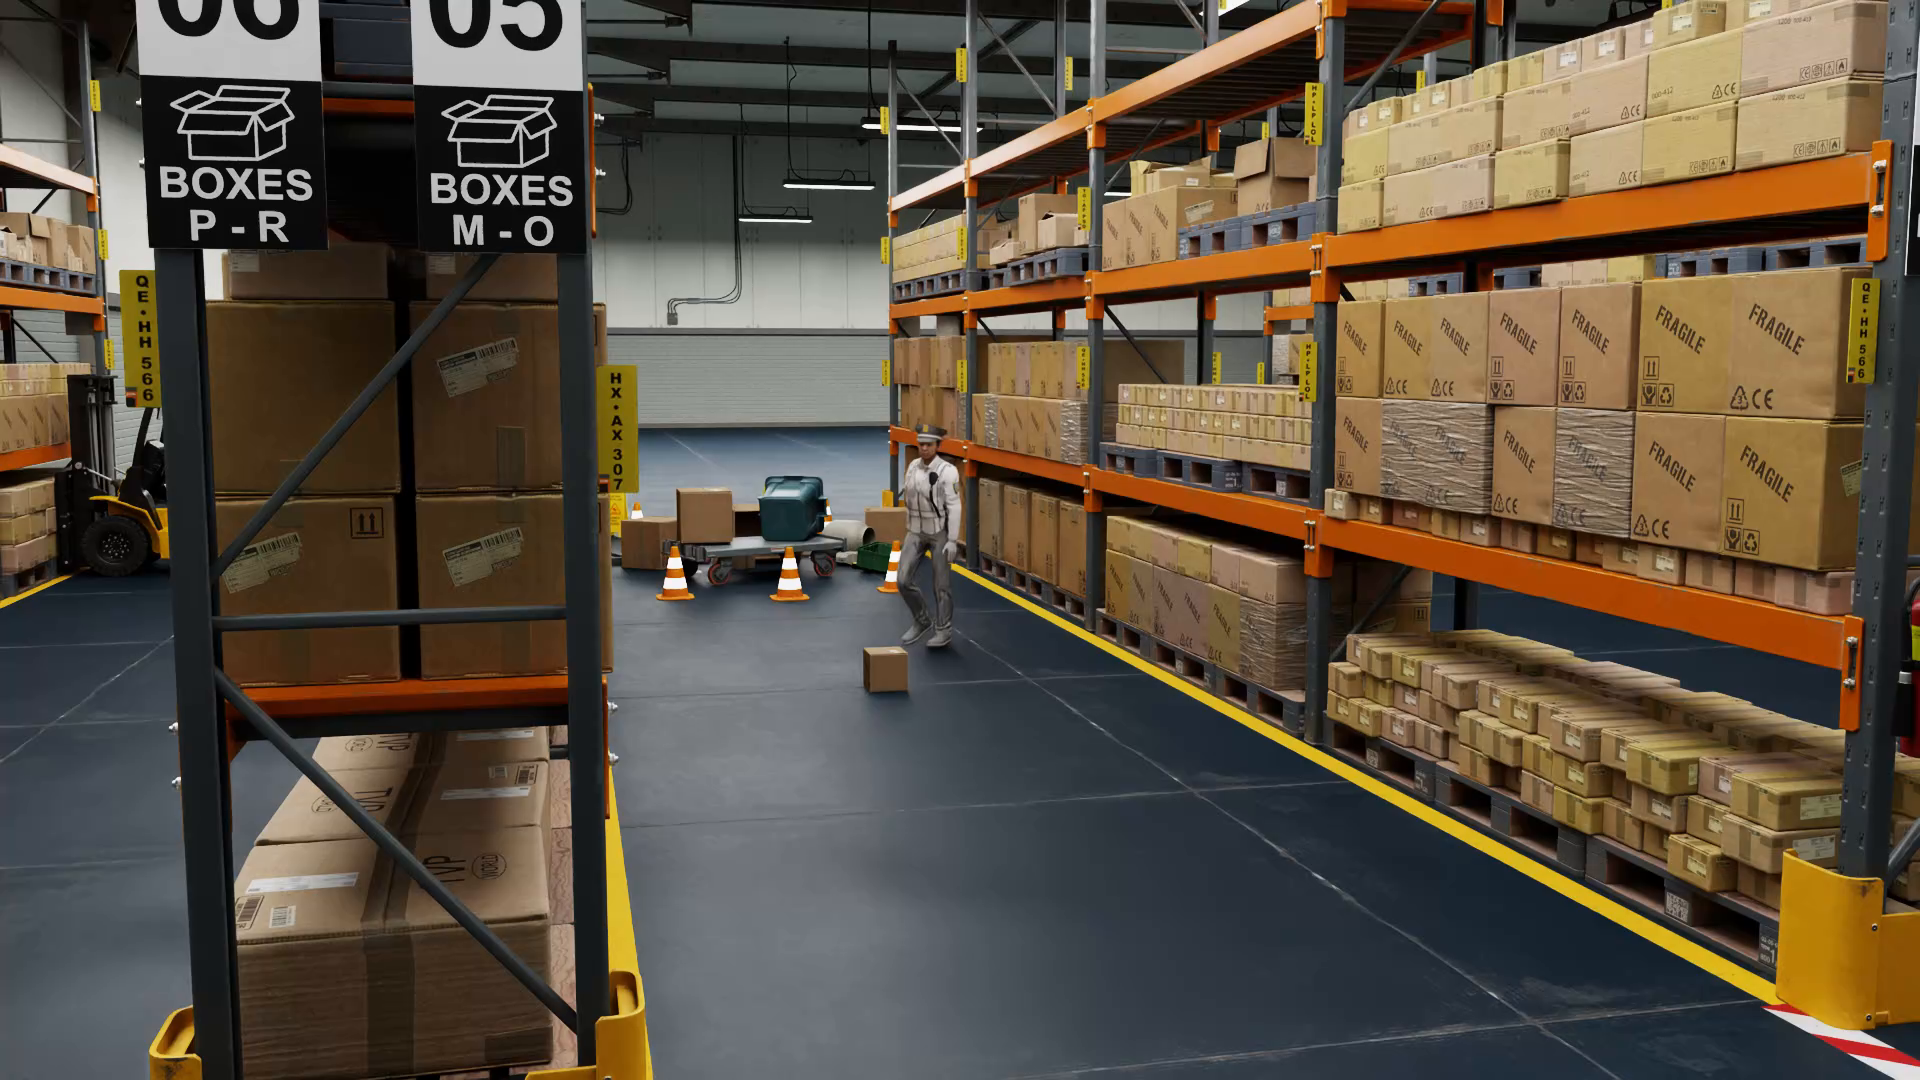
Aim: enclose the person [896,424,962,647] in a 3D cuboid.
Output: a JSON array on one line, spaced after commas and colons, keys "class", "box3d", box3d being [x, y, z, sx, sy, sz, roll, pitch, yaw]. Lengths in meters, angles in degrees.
[{"class": "person", "box3d": [-0.199, -0.030, 12.222, 0.509, 1.663, 0.483, 3, 7, 29]}]
